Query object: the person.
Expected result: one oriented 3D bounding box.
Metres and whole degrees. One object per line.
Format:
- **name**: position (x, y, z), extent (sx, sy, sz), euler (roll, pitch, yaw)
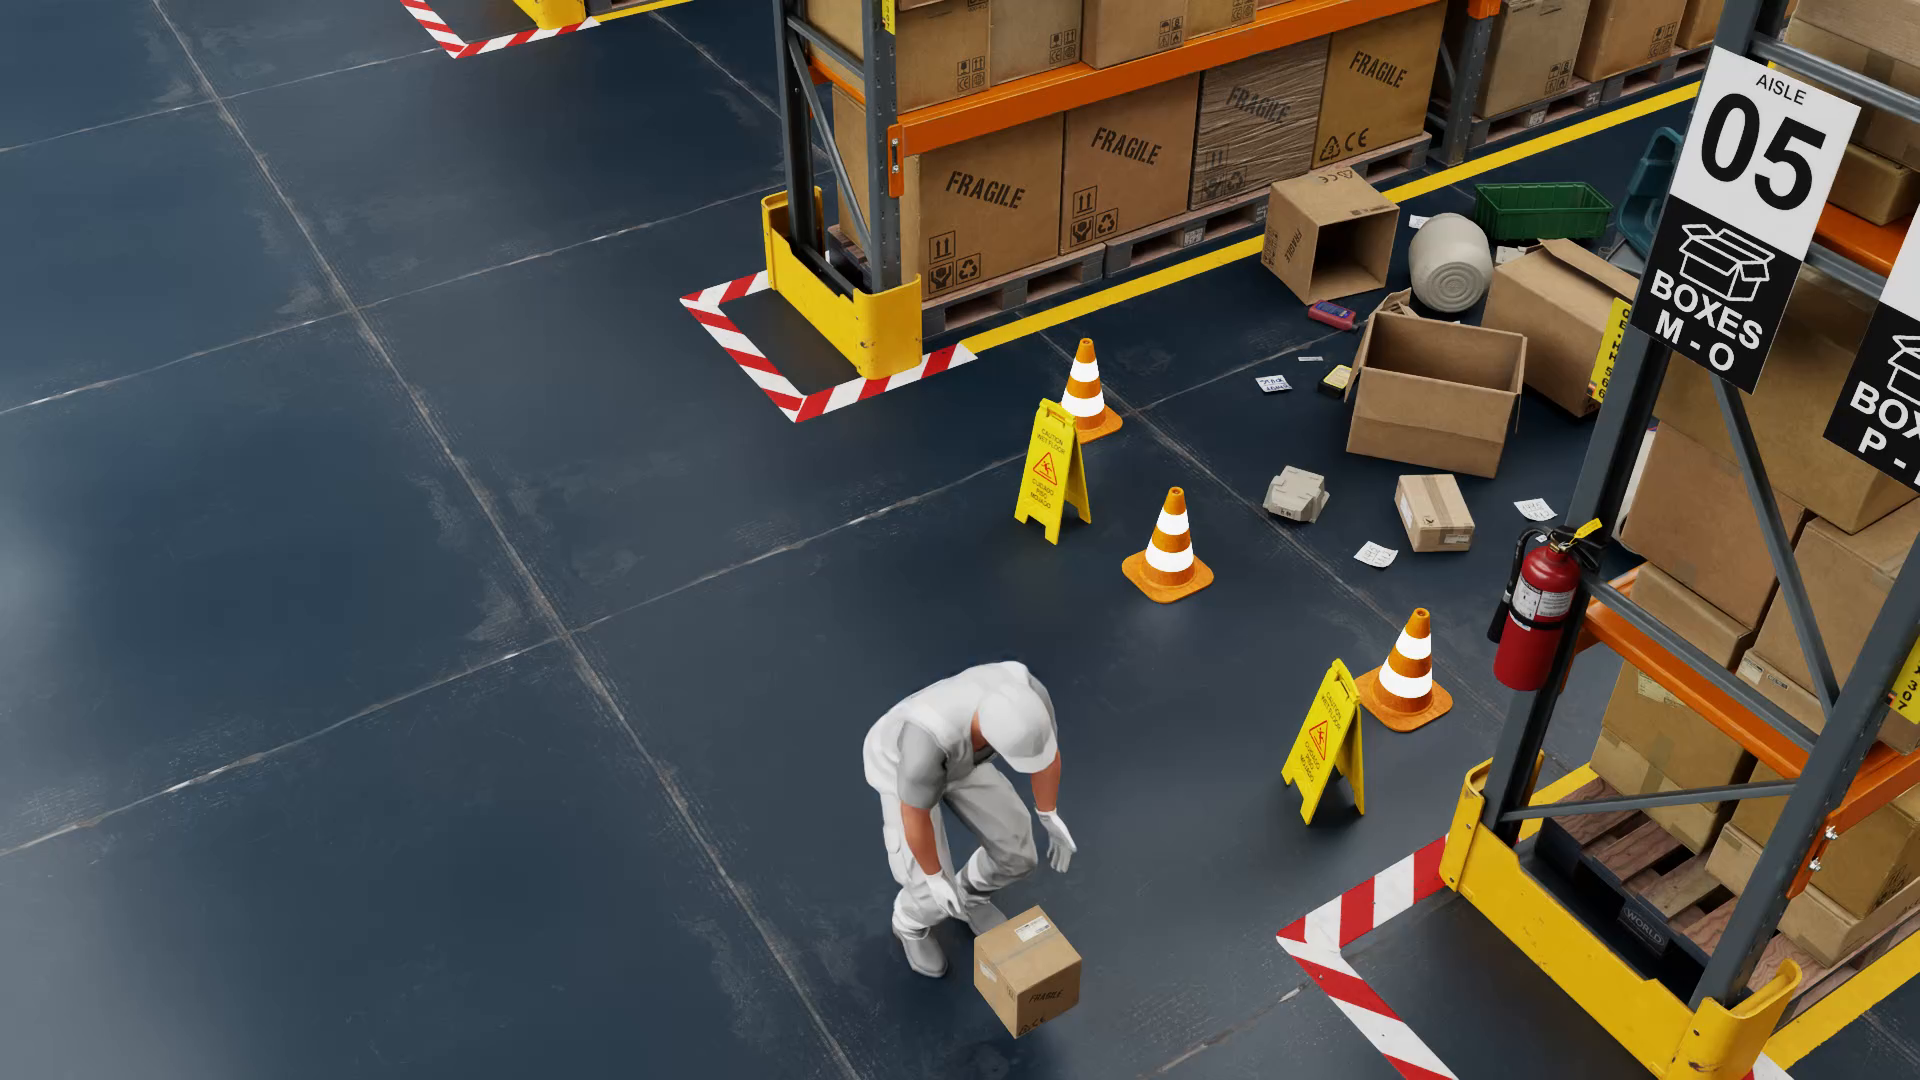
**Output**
- **person**: position (0.031, 0.857, 5.399), extent (0.583, 1.443, 0.749), euler (-22, 45, -24)
